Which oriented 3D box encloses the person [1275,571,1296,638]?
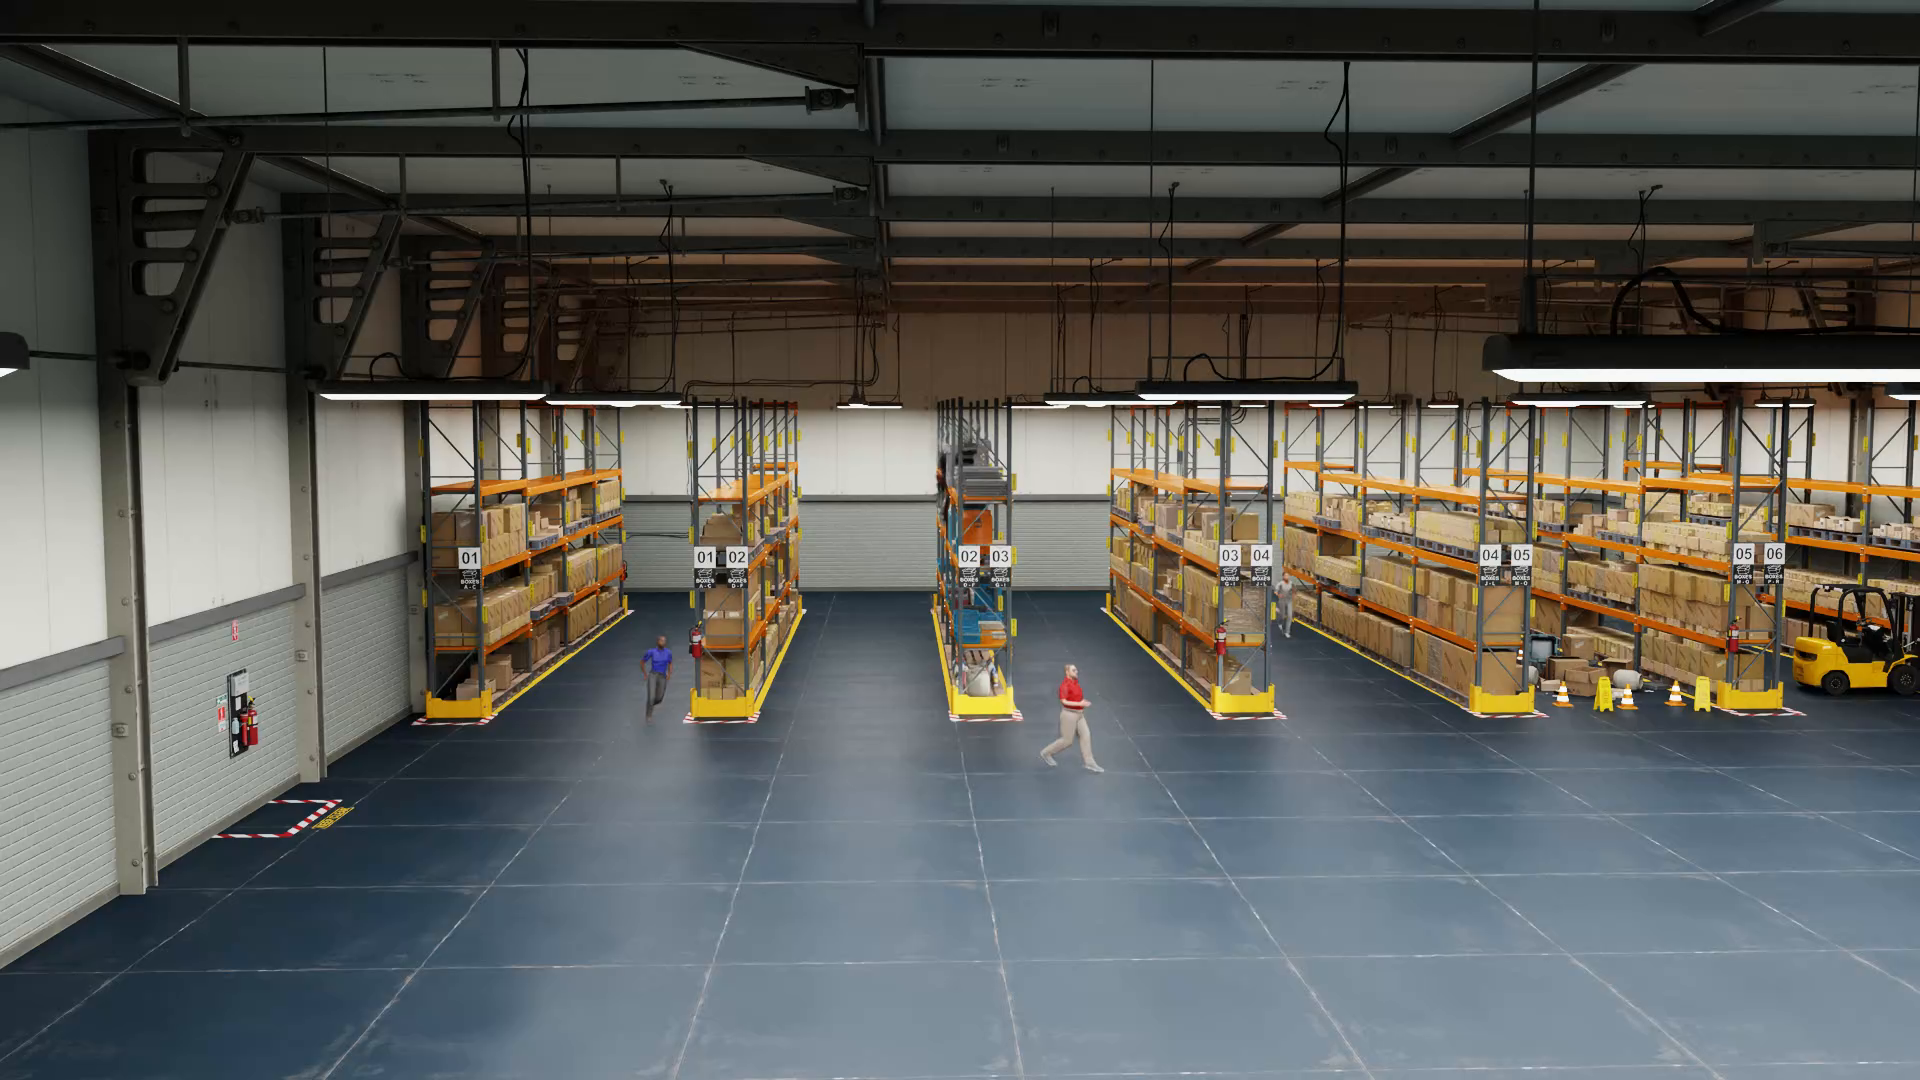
[{"bbox_3d":[8.328,1.633,42.551,0.577,1.683,0.868,0,4,-3],"label":"person"}]

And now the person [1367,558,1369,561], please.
[{"bbox_3d":[11.411,1.335,46.276,0.616,1.660,0.554,-1,5,-14],"label":"person"}]

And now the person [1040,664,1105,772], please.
[{"bbox_3d":[1.792,2.815,26.412,1.032,1.706,0.675,2,5,25],"label":"person"}]

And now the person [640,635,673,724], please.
[{"bbox_3d":[-5.622,2.560,30.846,0.617,1.605,0.573,-2,5,-24],"label":"person"}]
